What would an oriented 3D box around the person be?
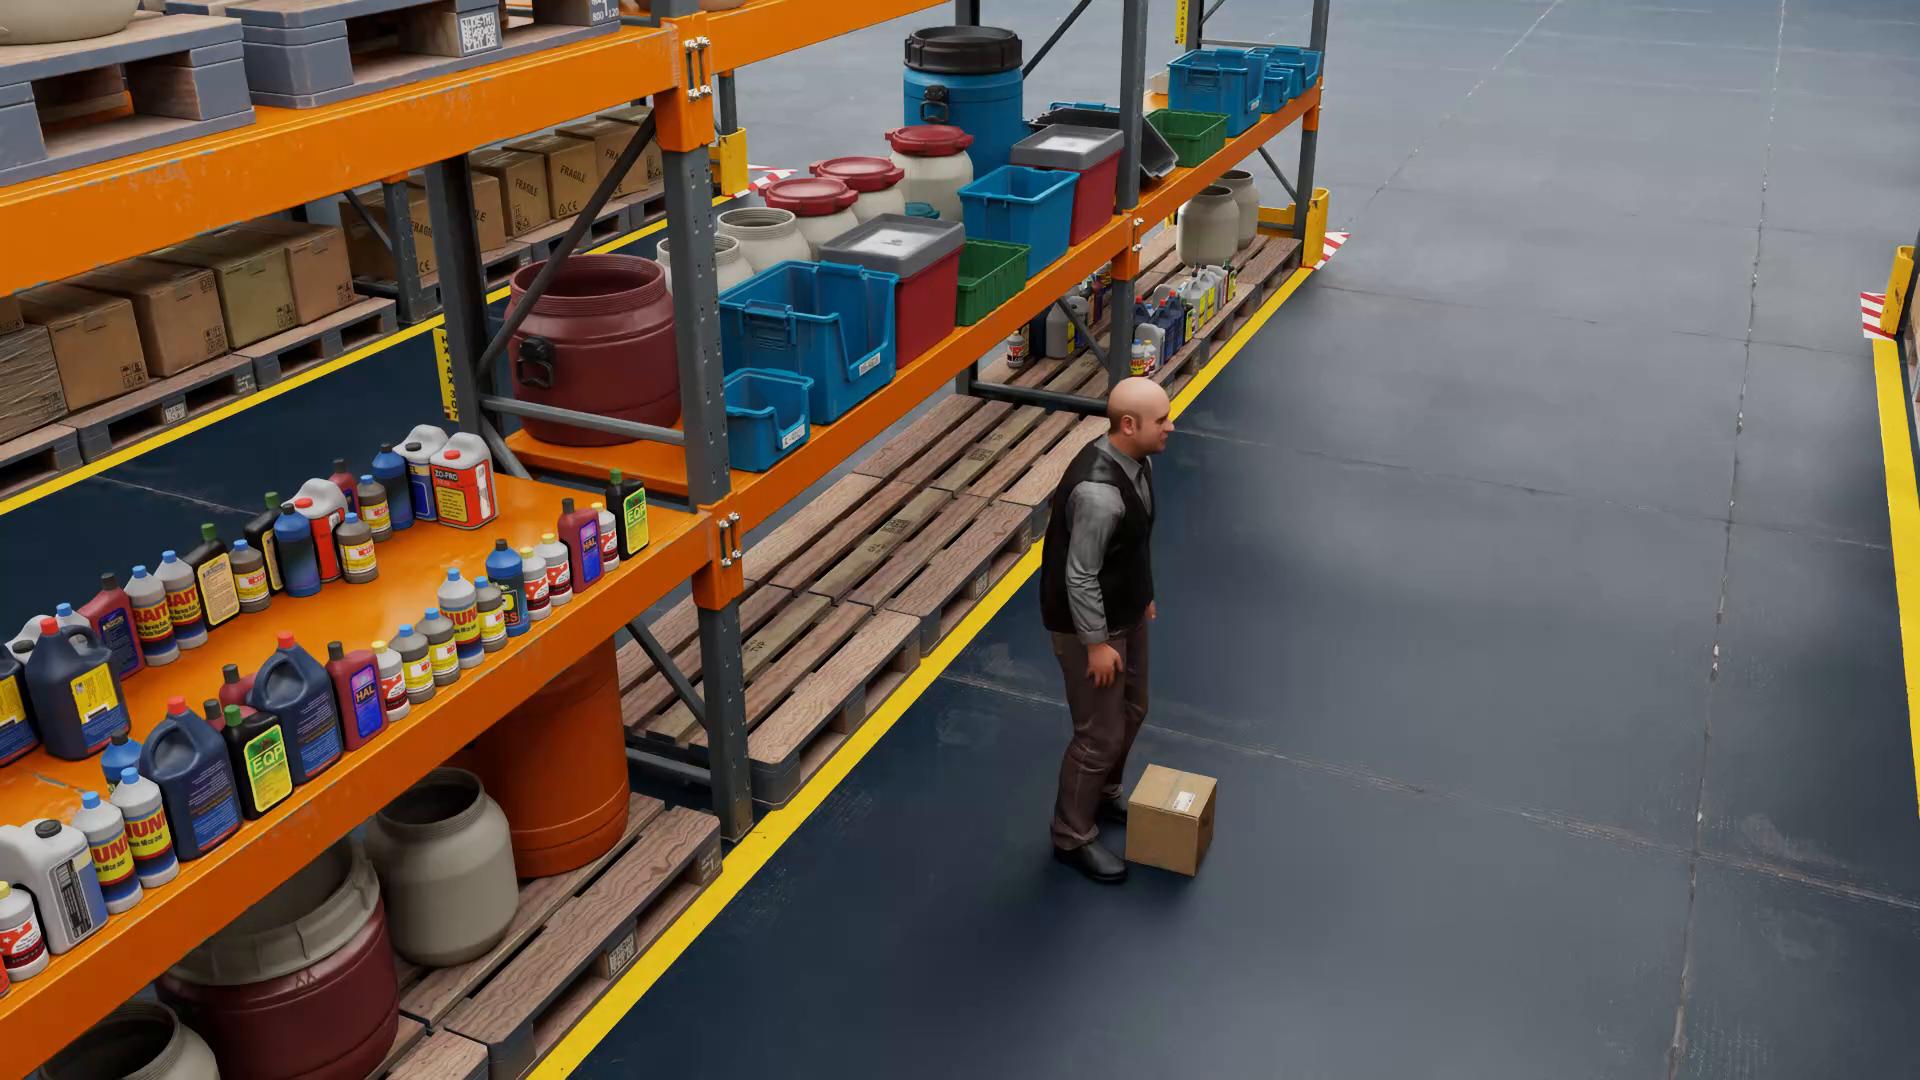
[{"bbox_3d":[0.482,0.264,5.595,0.411,1.722,0.593,10,28,20],"label":"person"}]
